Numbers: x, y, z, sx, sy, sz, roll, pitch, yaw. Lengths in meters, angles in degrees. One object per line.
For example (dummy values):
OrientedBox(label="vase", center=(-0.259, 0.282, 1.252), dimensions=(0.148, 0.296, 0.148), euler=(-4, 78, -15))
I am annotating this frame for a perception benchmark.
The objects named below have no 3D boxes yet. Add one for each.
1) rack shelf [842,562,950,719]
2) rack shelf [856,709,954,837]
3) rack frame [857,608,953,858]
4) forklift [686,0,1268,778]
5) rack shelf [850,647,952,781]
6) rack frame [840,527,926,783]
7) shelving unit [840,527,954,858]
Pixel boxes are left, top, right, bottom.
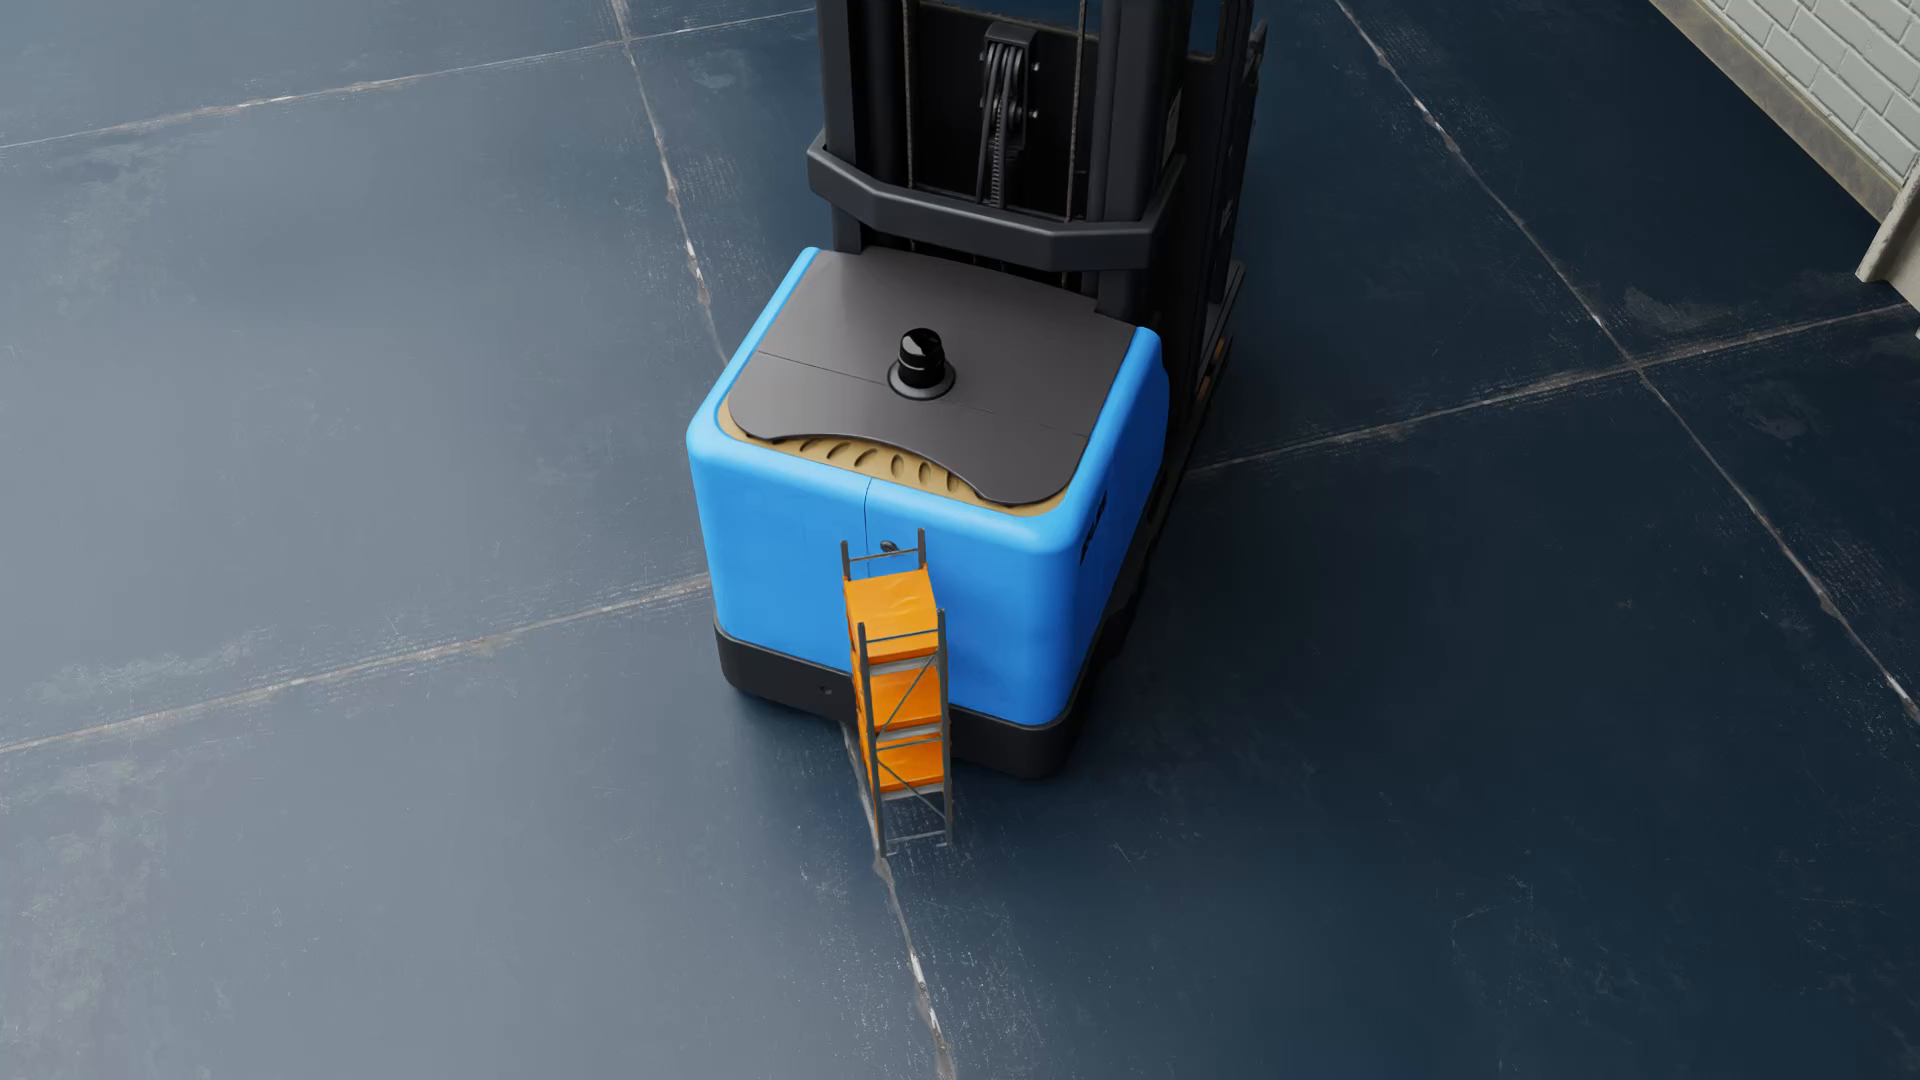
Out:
OrientedBox(label="rack shelf", center=(-0.154, 0.242, 4.000), dimensions=(0.215, 0.259, 0.240), euler=(-9, 50, -7))
OrientedBox(label="rack shelf", center=(-0.146, 0.603, 4.430), dimensions=(0.215, 0.259, 0.240), euler=(-9, 50, -7))
OrientedBox(label="rack frame", center=(-0.125, 0.509, 4.132), dimensions=(0.200, 1.050, 0.008), euler=(-9, 50, -7))
OrientedBox(label="forklift", center=(0.288, -1.440, 4.547), dimensions=(1.130, 2.935, 3.031), euler=(16, 52, 13))
OrientedBox(label="rack shelf", center=(-0.150, 0.424, 4.217), dimensions=(0.215, 0.259, 0.240), euler=(-9, 50, -7))
OrientedBox(label="rack frame", center=(-0.174, 0.326, 4.286), dimensions=(0.200, 1.050, 0.008), euler=(-9, 50, -7))
OrientedBox(label="shelving unit", center=(-0.150, 0.418, 4.209), dimensions=(0.215, 1.050, 0.252), euler=(-9, 50, -7))
